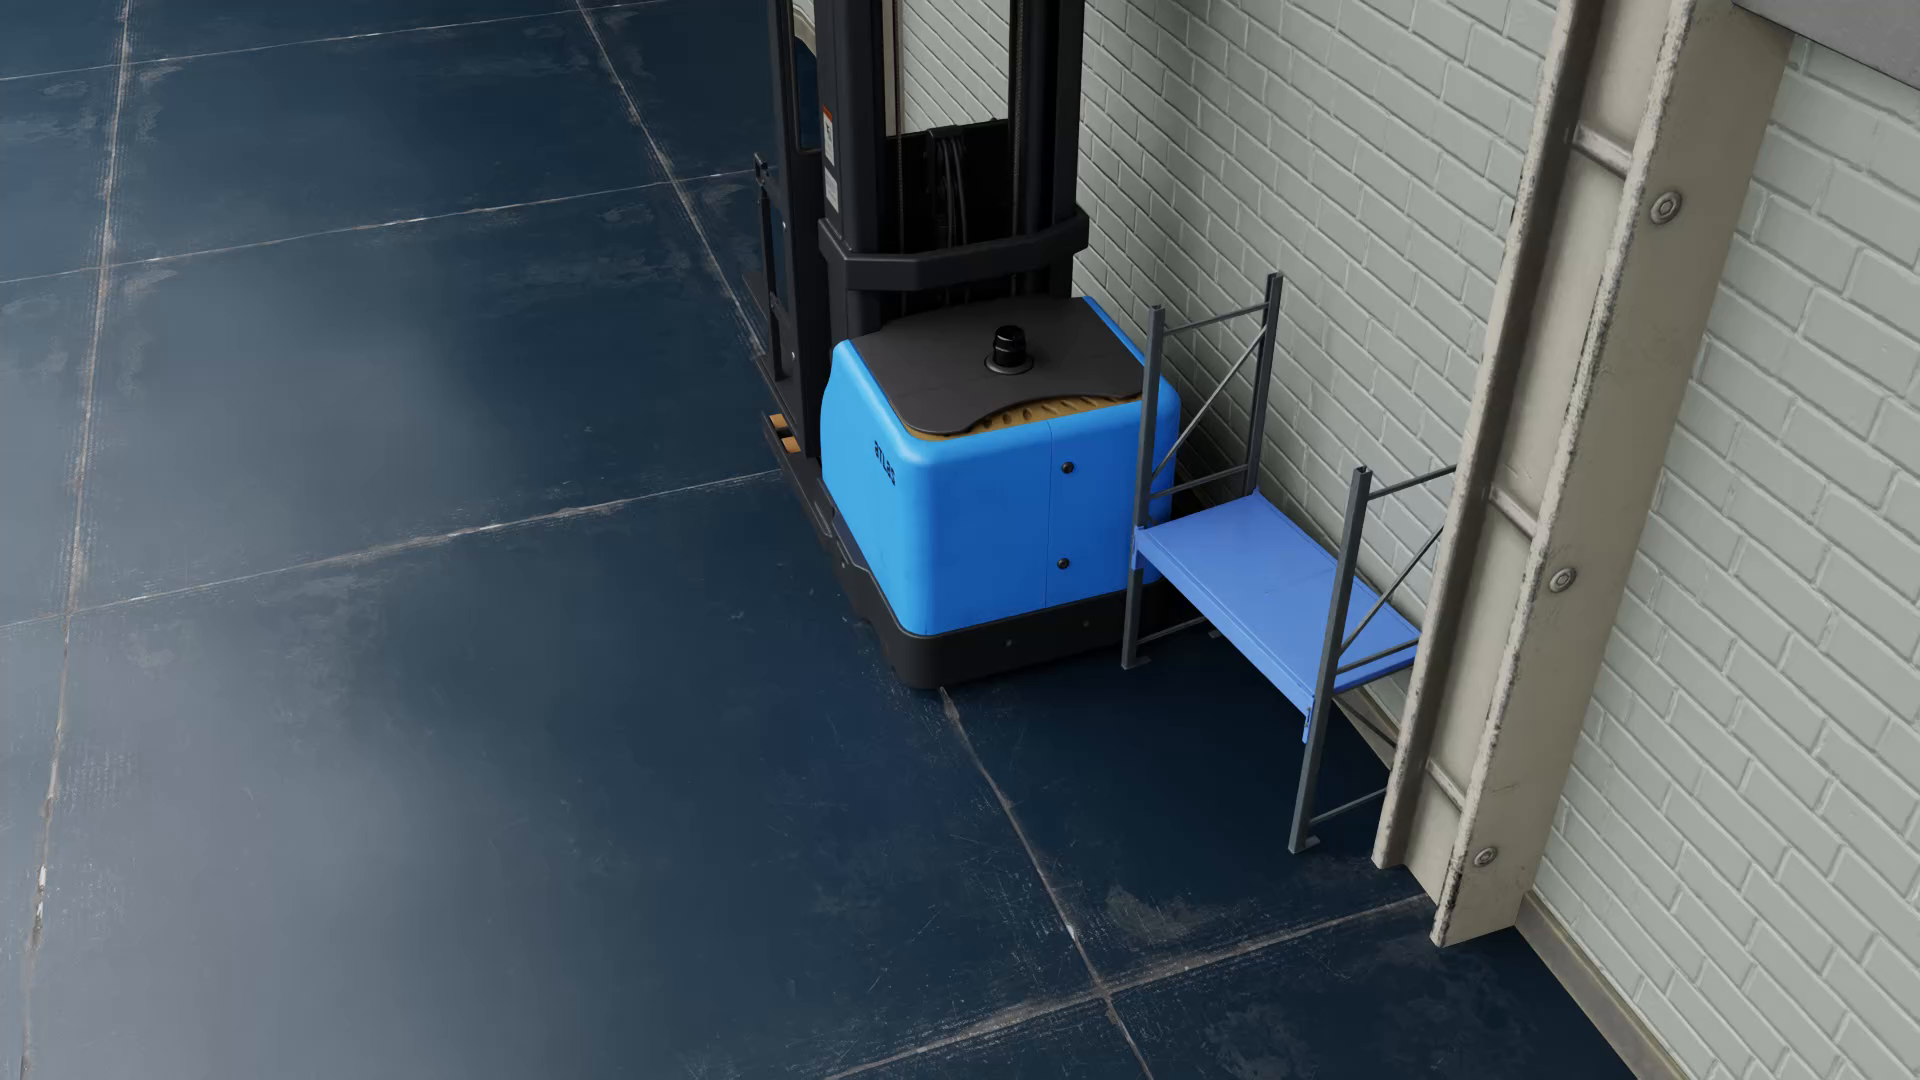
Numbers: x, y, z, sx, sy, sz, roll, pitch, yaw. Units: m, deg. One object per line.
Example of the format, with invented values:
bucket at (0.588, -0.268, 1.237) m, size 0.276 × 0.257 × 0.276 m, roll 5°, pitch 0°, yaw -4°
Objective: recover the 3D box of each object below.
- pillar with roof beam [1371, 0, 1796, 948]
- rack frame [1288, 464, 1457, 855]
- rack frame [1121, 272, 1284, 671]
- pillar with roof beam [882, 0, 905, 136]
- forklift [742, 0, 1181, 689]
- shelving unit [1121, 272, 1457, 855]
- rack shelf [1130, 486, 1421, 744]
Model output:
pillar with roof beam at (-2.500, -1.596, 1.390) m, size 9.100 × 9.000 × 0.400 m, roll -12°, pitch 39°, yaw -16°
rack frame at (1.296, 0.345, 5.046) m, size 0.500 × 1.500 × 0.032 m, roll -18°, pitch 40°, yaw -22°
rack frame at (0.823, -0.197, 5.765) m, size 0.500 × 1.500 × 0.032 m, roll -18°, pitch 40°, yaw -22°
pillar with roof beam at (-4.565, -4.986, 5.890) m, size 9.100 × 9.000 × 0.400 m, roll -12°, pitch 39°, yaw -16°
forklift at (-0.220, -1.526, 6.340) m, size 1.130 × 2.935 × 3.031 m, roll -13°, pitch 39°, yaw -16°
shelving unit at (1.059, 0.074, 5.405) m, size 0.538 × 1.500 × 1.048 m, roll -18°, pitch 40°, yaw -22°
rack shelf at (1.059, 0.218, 5.514) m, size 0.538 × 0.185 × 1.000 m, roll -18°, pitch 40°, yaw -22°
